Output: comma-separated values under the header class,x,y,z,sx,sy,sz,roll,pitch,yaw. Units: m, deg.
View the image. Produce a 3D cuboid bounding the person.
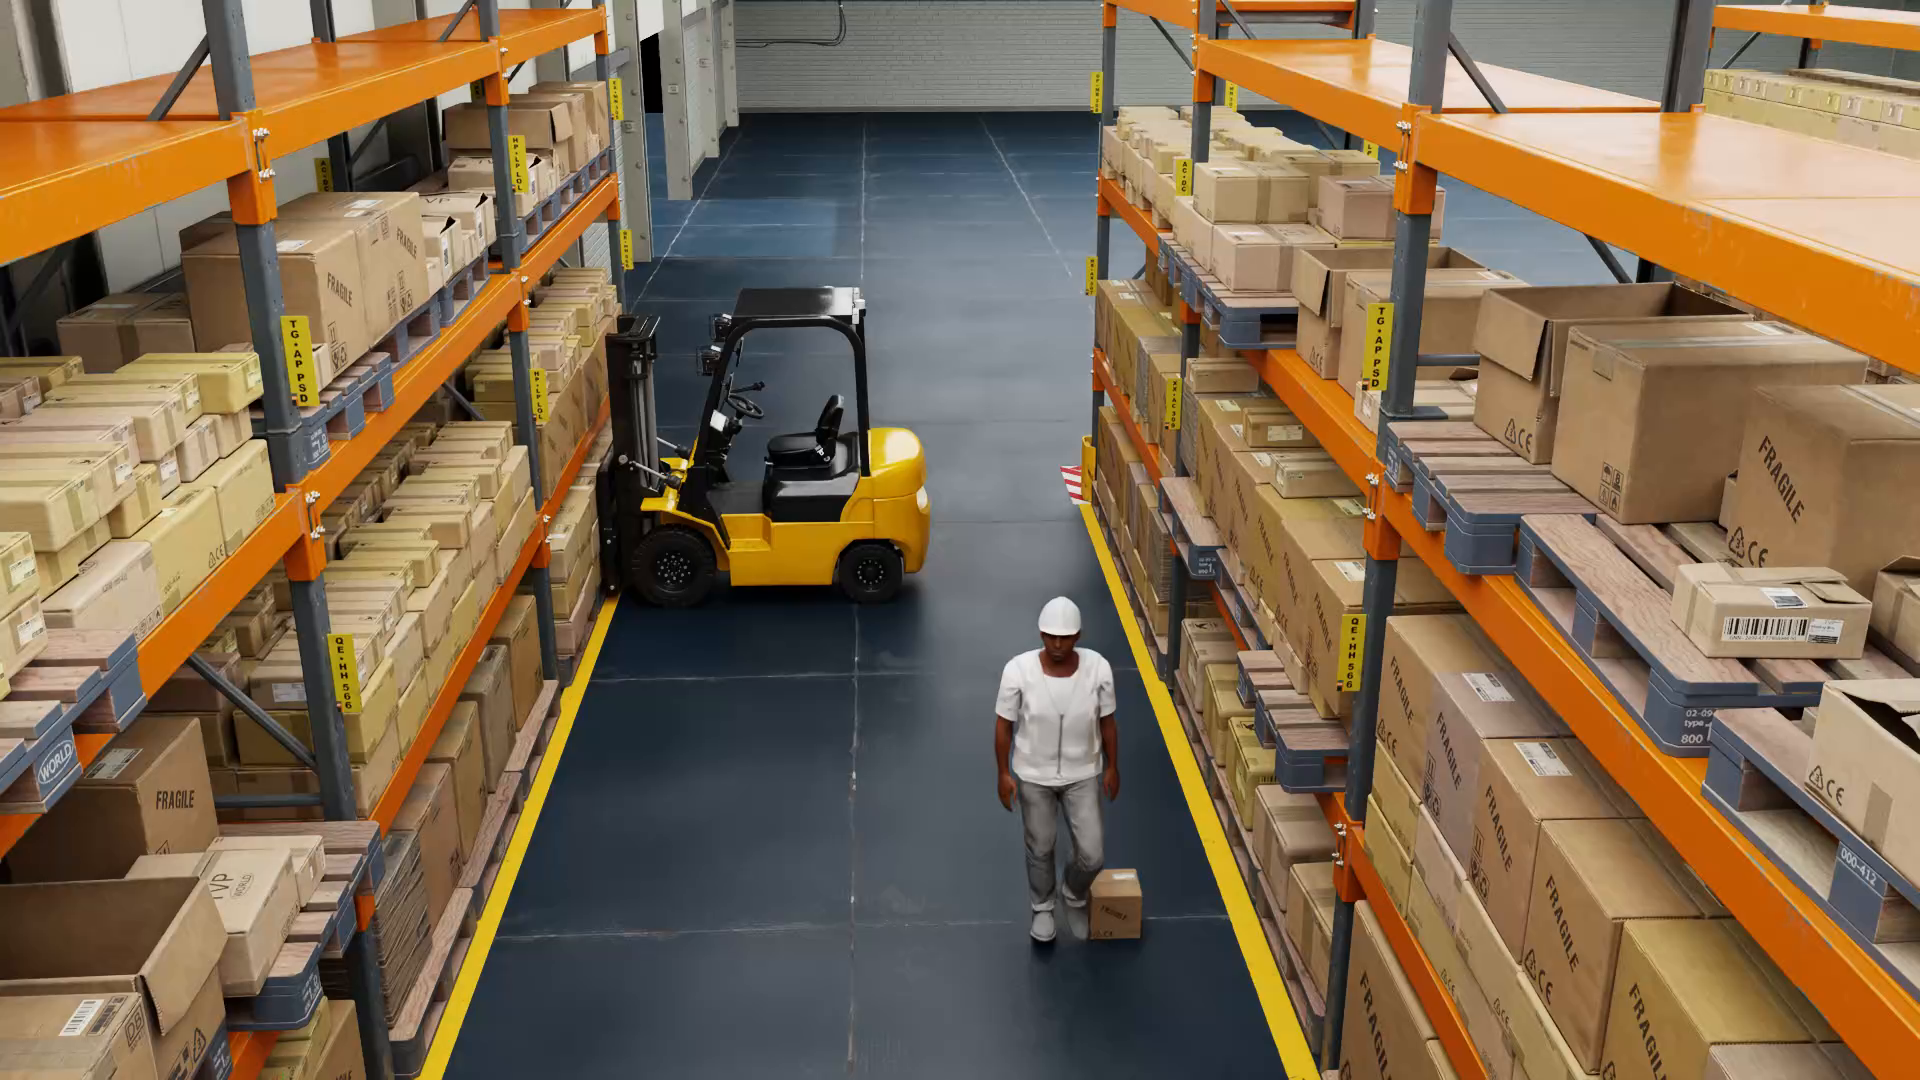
class,x,y,z,sx,sy,sz,roll,pitch,yaw
person,0.468,1.139,7.913,0.609,1.790,0.460,0,20,1
